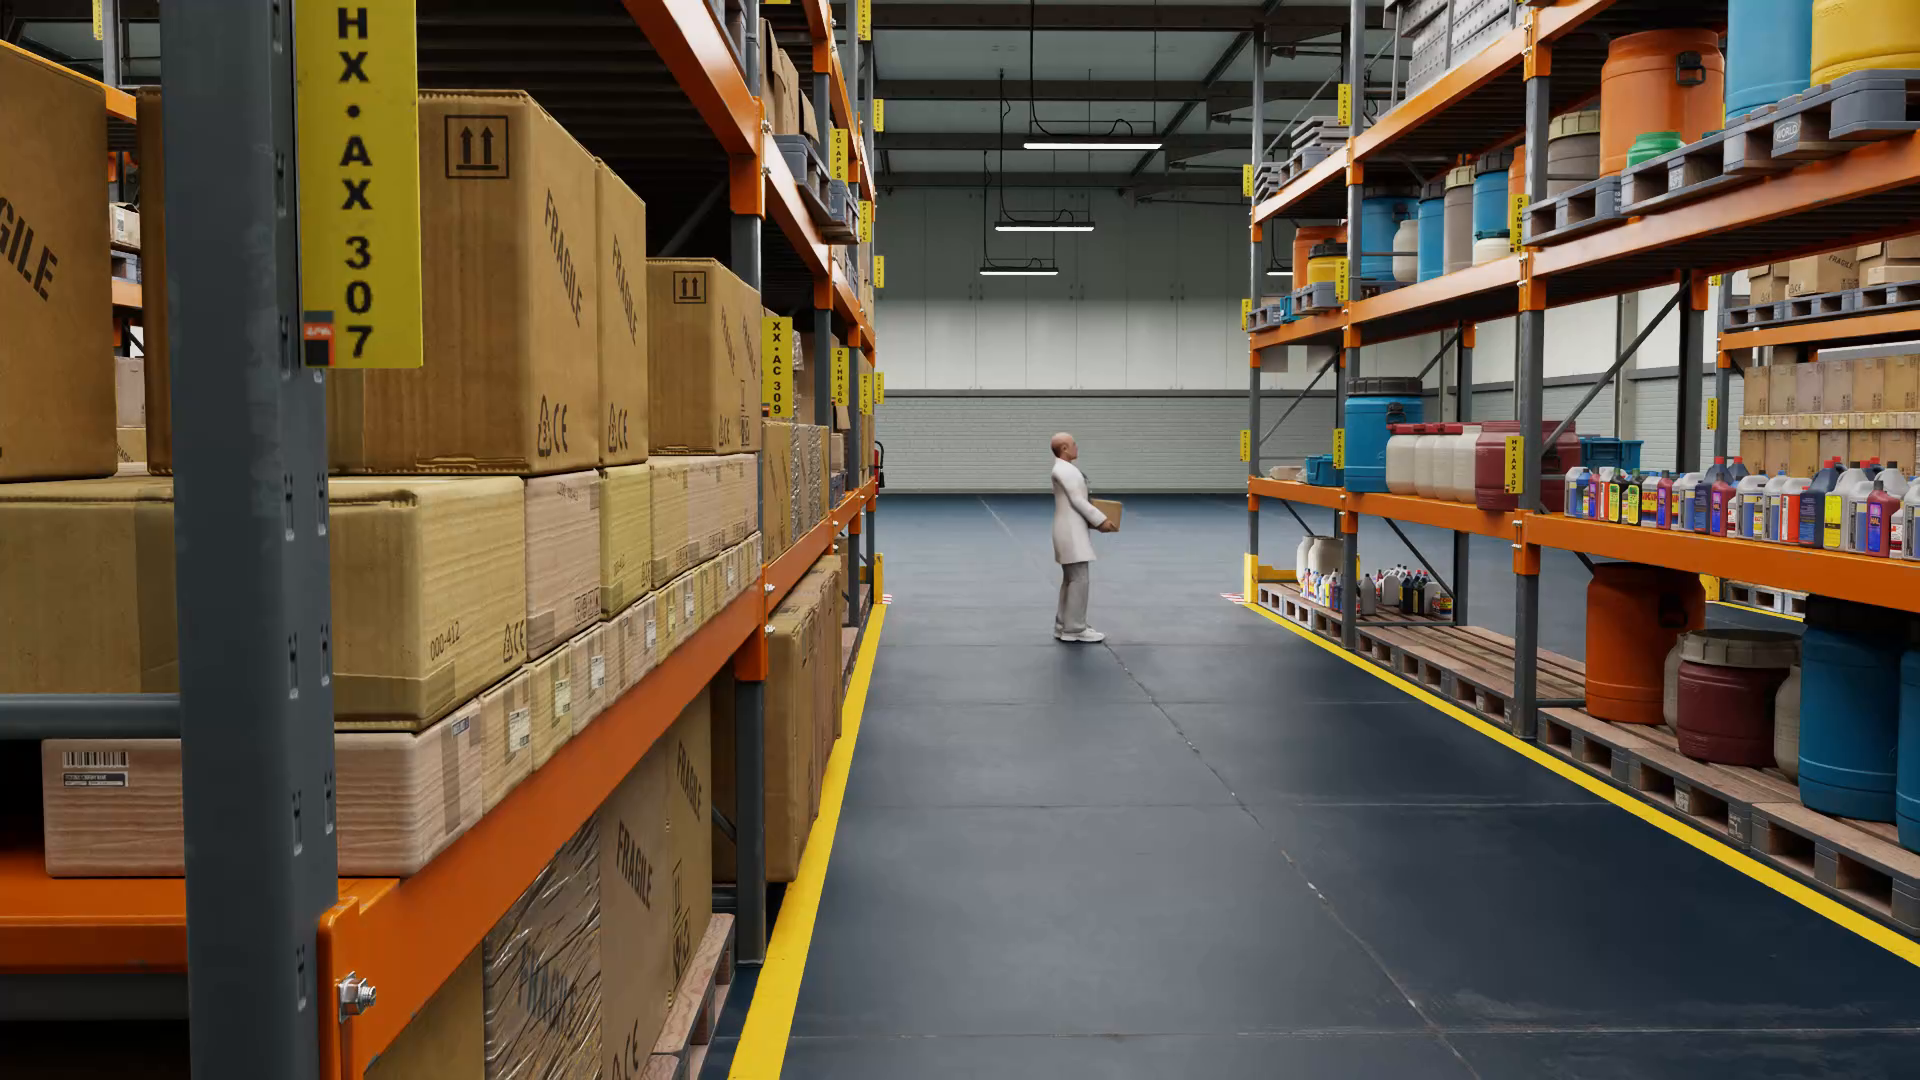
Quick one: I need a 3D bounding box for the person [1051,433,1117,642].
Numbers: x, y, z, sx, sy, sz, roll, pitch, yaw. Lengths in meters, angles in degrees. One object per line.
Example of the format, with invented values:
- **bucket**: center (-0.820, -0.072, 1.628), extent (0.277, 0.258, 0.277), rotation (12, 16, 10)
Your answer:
- **person**: center (1.047, -0.030, 14.212), extent (0.555, 1.769, 0.527), rotation (0, 4, -1)
